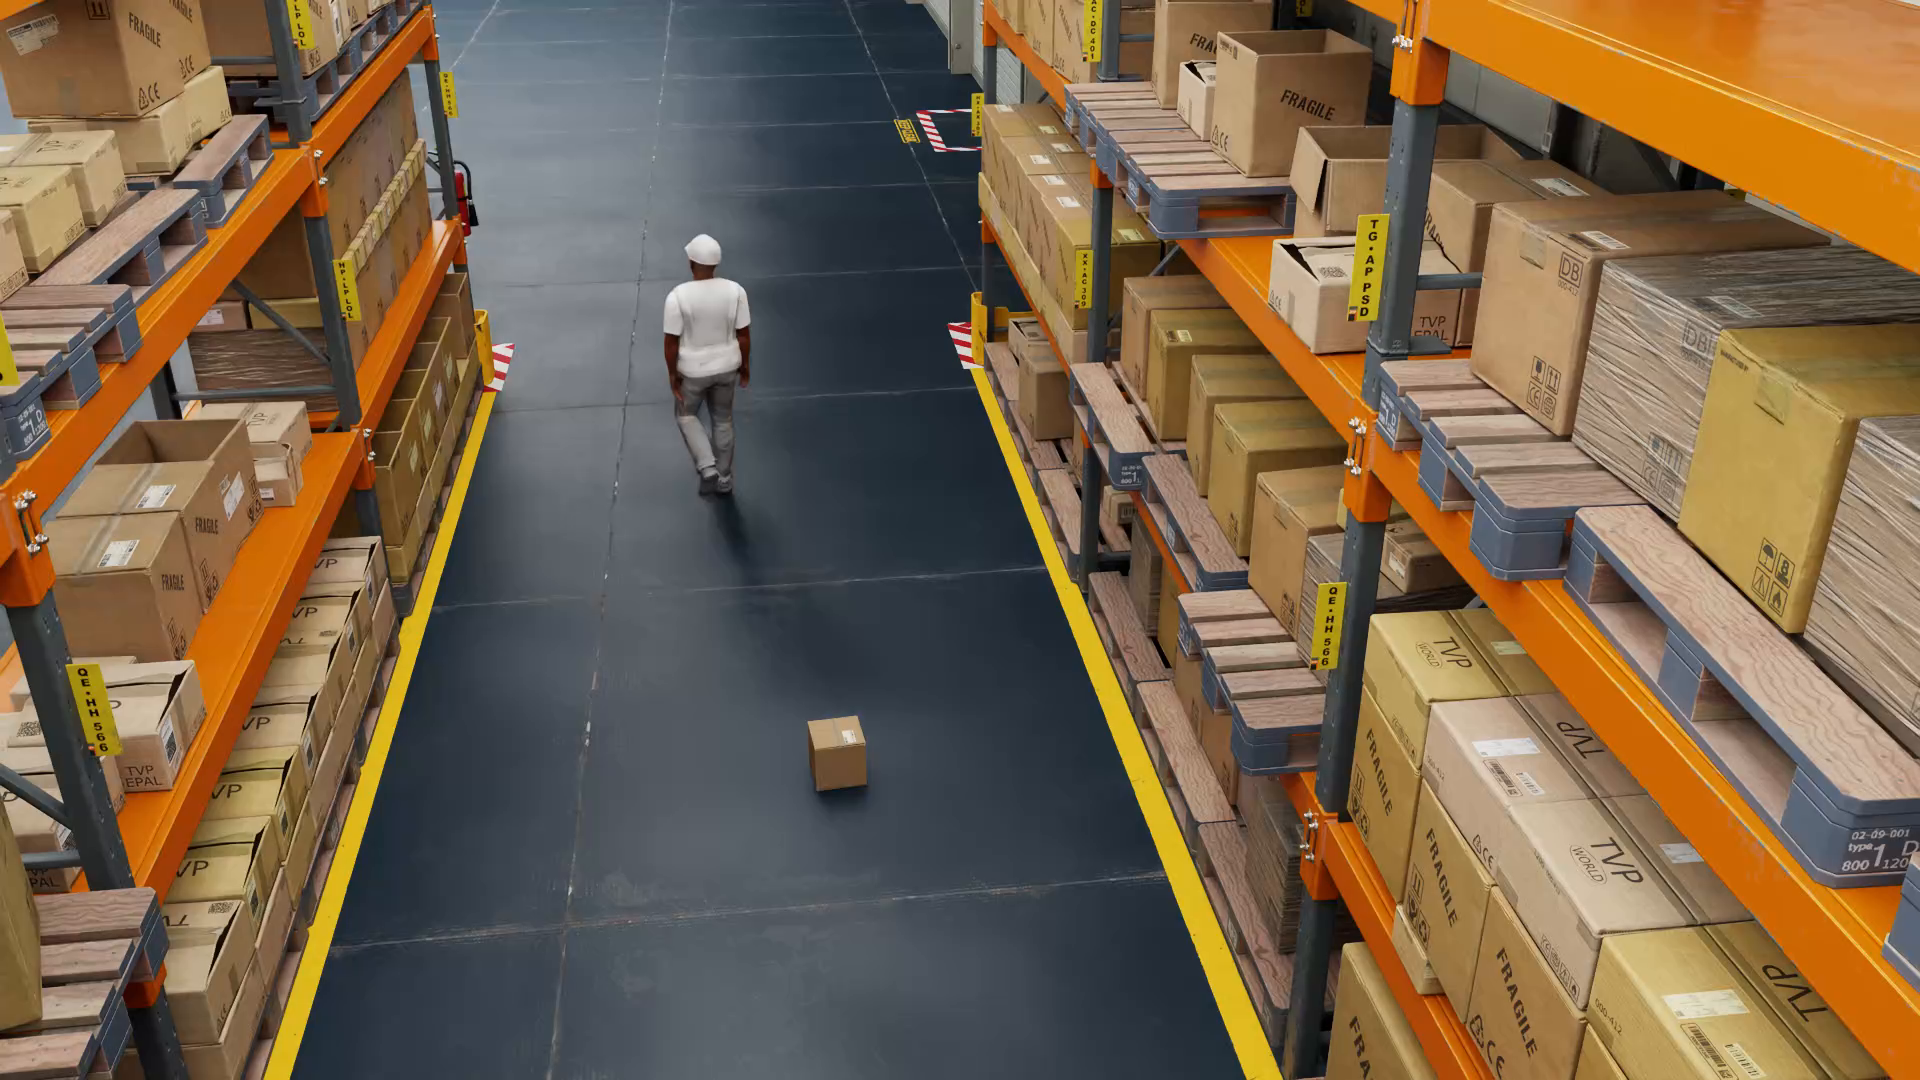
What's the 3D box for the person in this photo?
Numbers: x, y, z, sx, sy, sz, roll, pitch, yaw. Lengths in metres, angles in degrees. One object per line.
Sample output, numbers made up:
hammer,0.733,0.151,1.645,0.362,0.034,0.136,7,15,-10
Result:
person,-1.619,-1.105,10.709,0.567,1.758,0.531,-11,29,-20
